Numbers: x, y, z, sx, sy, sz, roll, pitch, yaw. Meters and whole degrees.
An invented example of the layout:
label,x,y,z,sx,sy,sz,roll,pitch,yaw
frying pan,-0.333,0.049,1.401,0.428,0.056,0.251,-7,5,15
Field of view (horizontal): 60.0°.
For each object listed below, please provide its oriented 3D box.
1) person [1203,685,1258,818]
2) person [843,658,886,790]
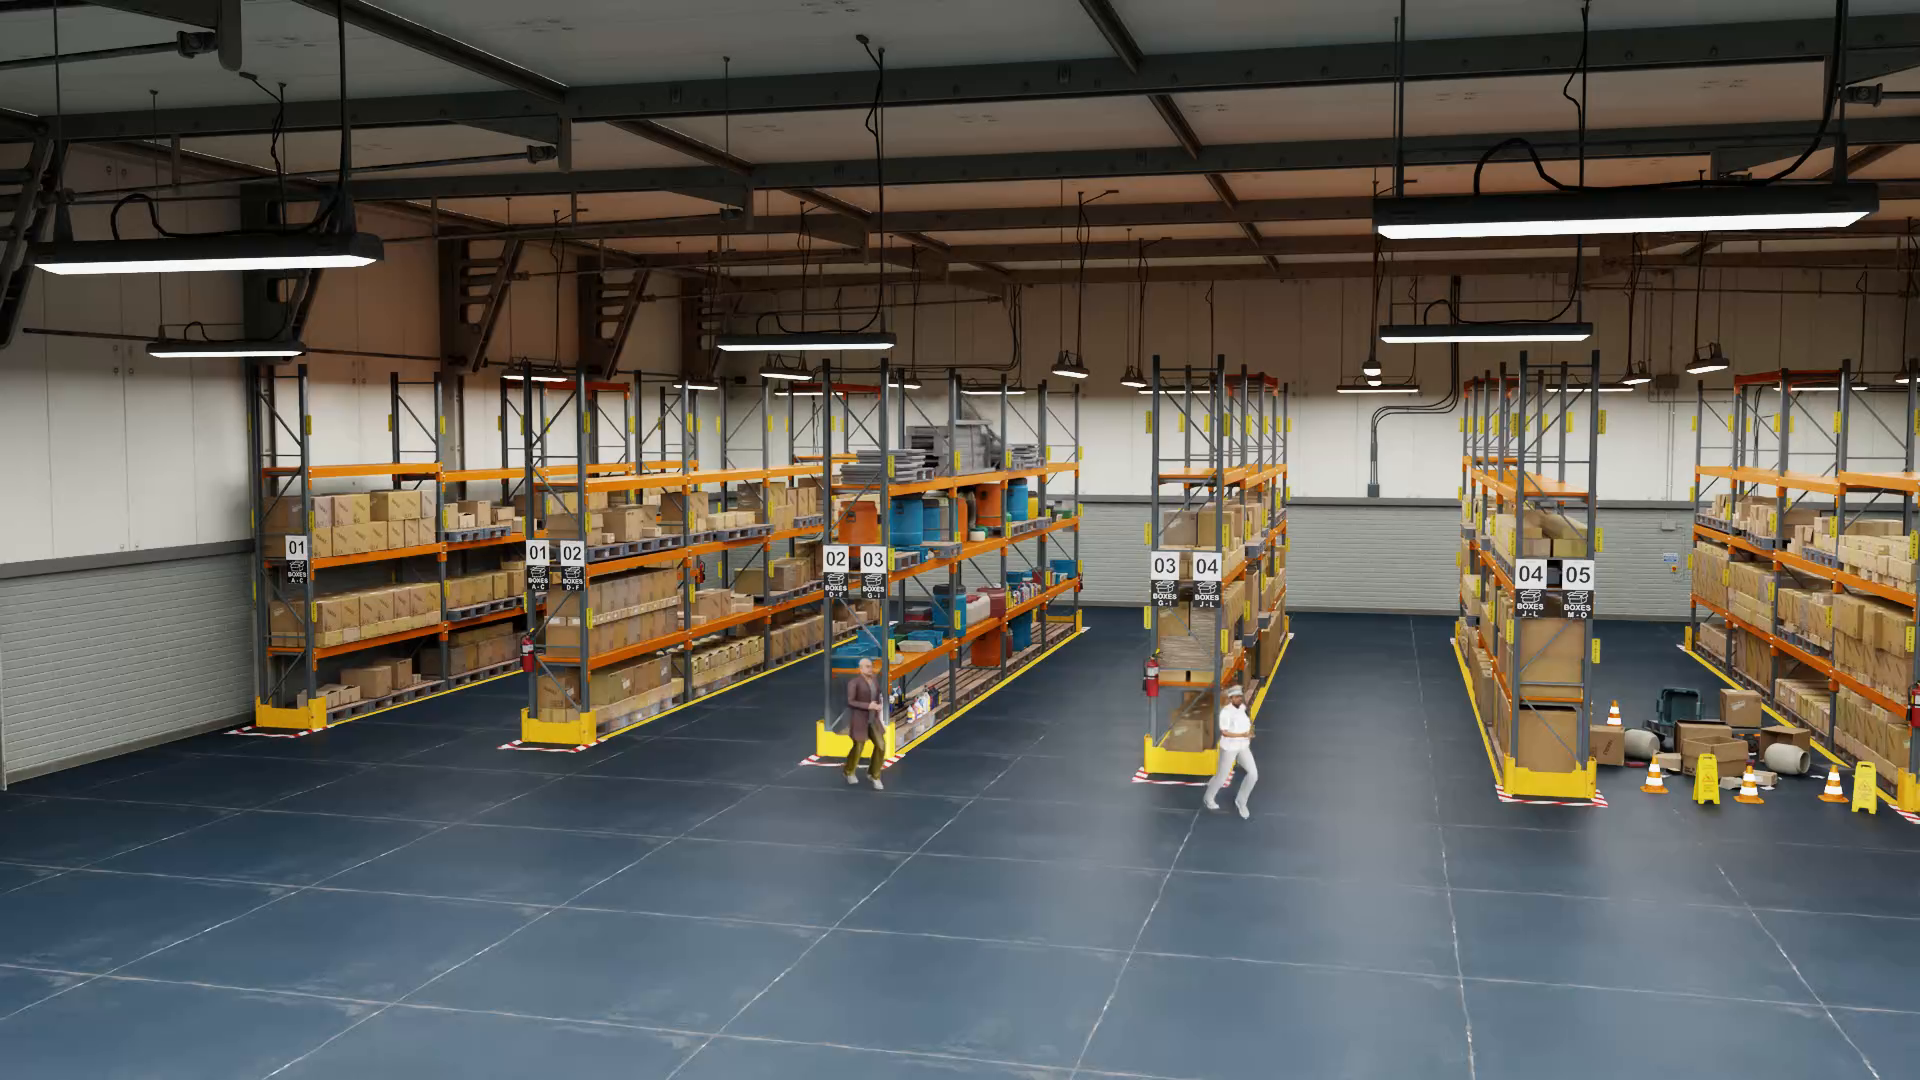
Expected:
label,x,y,z,sx,sy,sz,roll,pitch,yaw
person,3.518,2.691,21.315,0.584,1.718,0.869,-2,5,-30
person,-1.299,2.548,22.950,0.730,1.854,0.836,-4,5,-42
